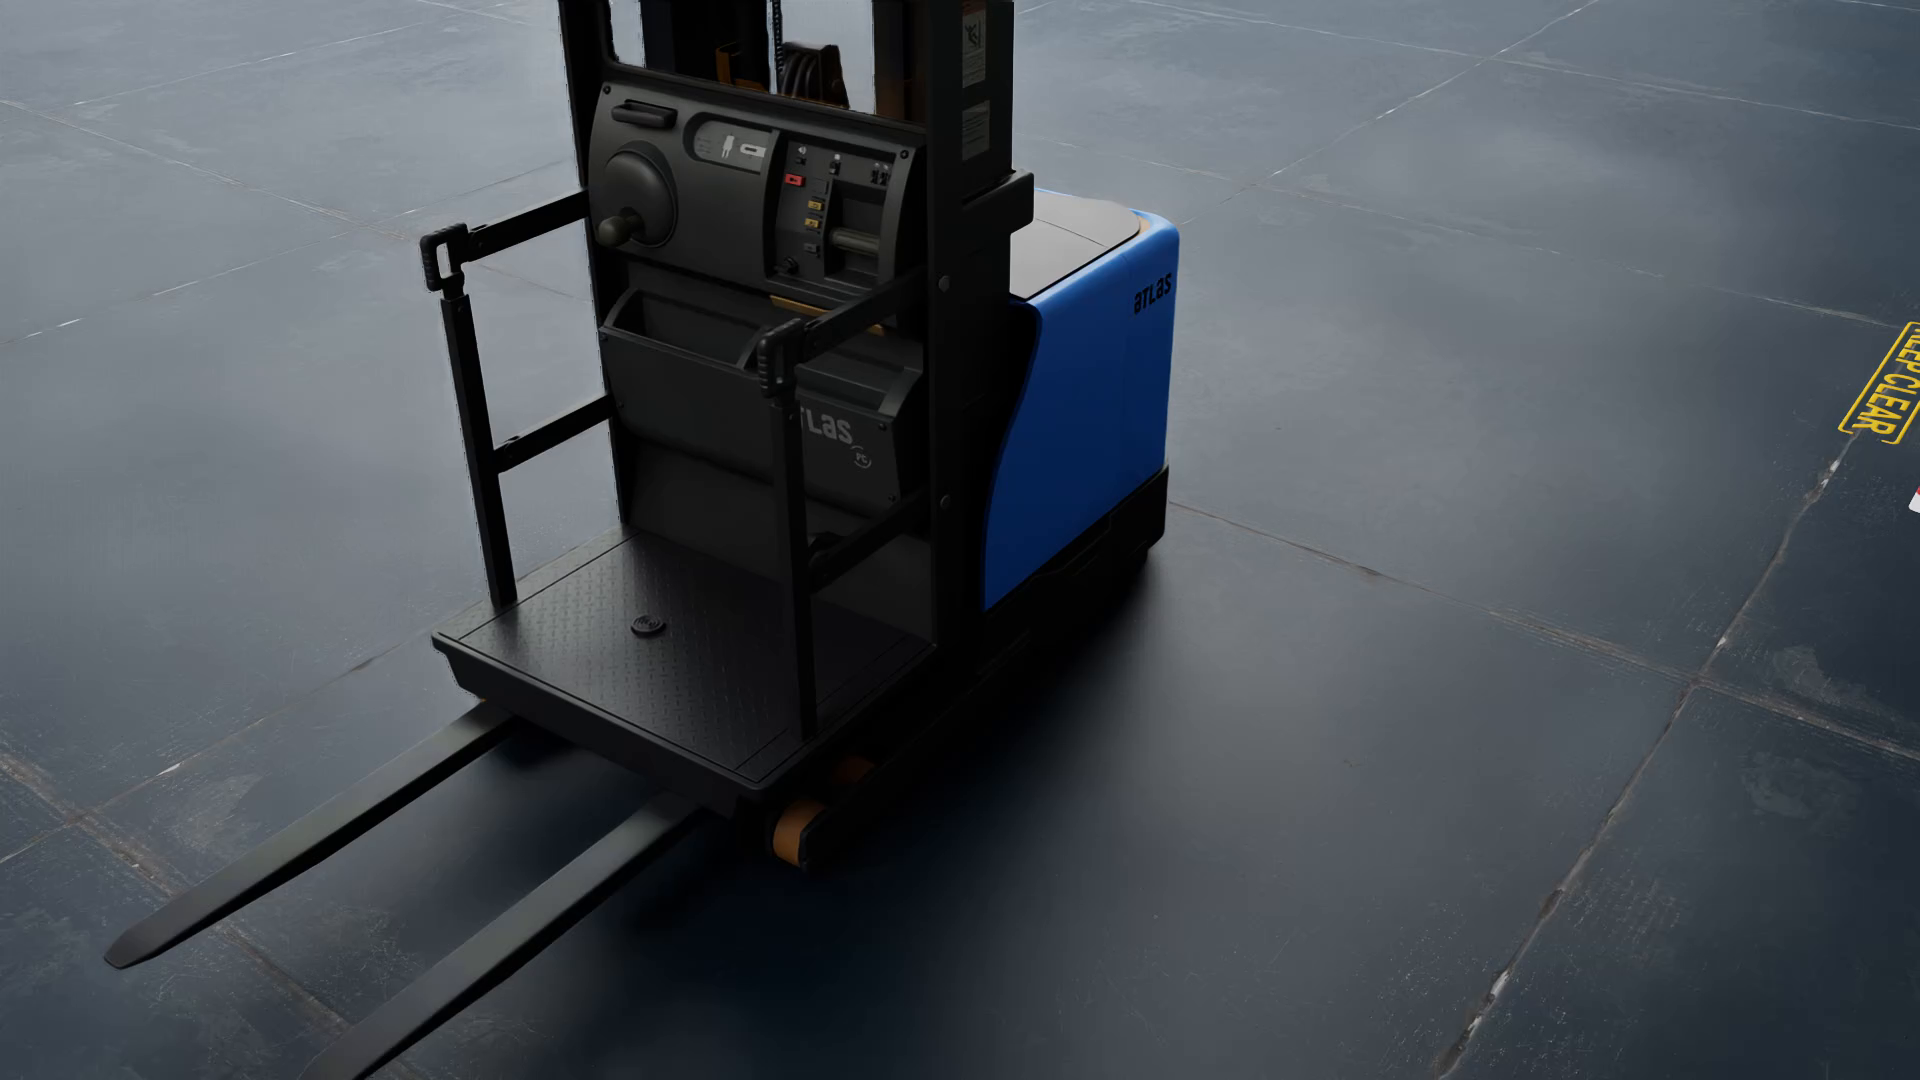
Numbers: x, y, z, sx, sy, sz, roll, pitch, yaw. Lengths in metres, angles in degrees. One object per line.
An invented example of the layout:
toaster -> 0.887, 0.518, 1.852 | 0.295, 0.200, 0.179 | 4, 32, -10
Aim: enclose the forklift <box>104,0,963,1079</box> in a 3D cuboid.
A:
forklift -> -0.622, -0.764, 3.665 | 1.110, 2.935, 3.031 | 19, 36, 29
